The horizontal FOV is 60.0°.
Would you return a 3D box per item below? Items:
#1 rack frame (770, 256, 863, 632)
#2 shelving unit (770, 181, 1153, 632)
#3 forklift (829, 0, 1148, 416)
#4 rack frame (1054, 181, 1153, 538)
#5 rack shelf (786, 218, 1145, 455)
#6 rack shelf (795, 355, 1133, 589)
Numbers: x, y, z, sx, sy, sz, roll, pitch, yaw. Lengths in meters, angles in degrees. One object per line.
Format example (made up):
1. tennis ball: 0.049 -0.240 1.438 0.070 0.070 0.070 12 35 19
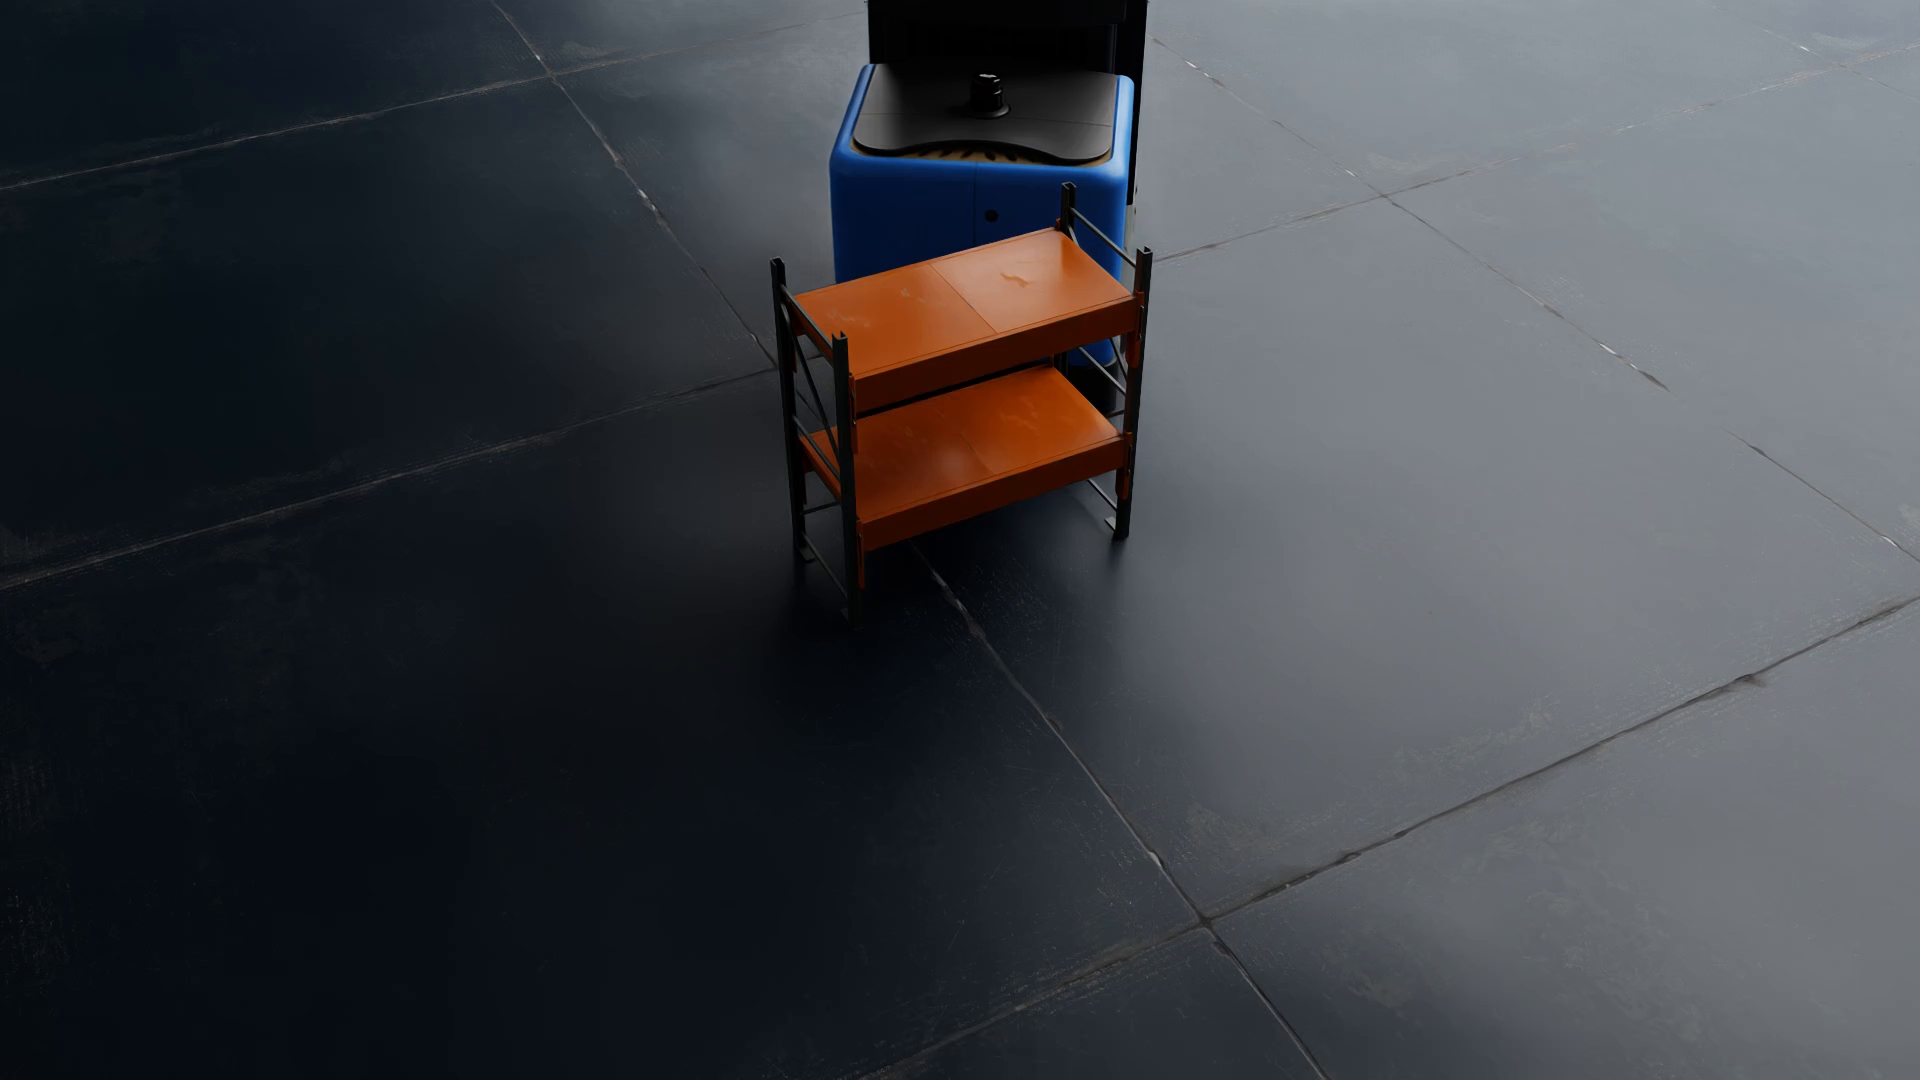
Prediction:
1. rack frame: -0.445 -0.280 5.210 0.032 1.125 0.500 -19 44 -21
2. shelving unit: 0.006 -0.431 5.389 1.048 1.125 0.538 -19 44 -21
3. forklift: 0.211 -2.499 6.434 1.130 2.935 3.031 4 40 5
4. rack frame: 0.457 -0.583 5.568 0.032 1.125 0.500 -19 44 -21
5. rack shelf: 0.006 -0.655 5.200 1.000 0.278 0.538 -19 44 -21
6. rack shelf: 0.006 -0.245 5.547 1.000 0.278 0.538 -19 44 -21
